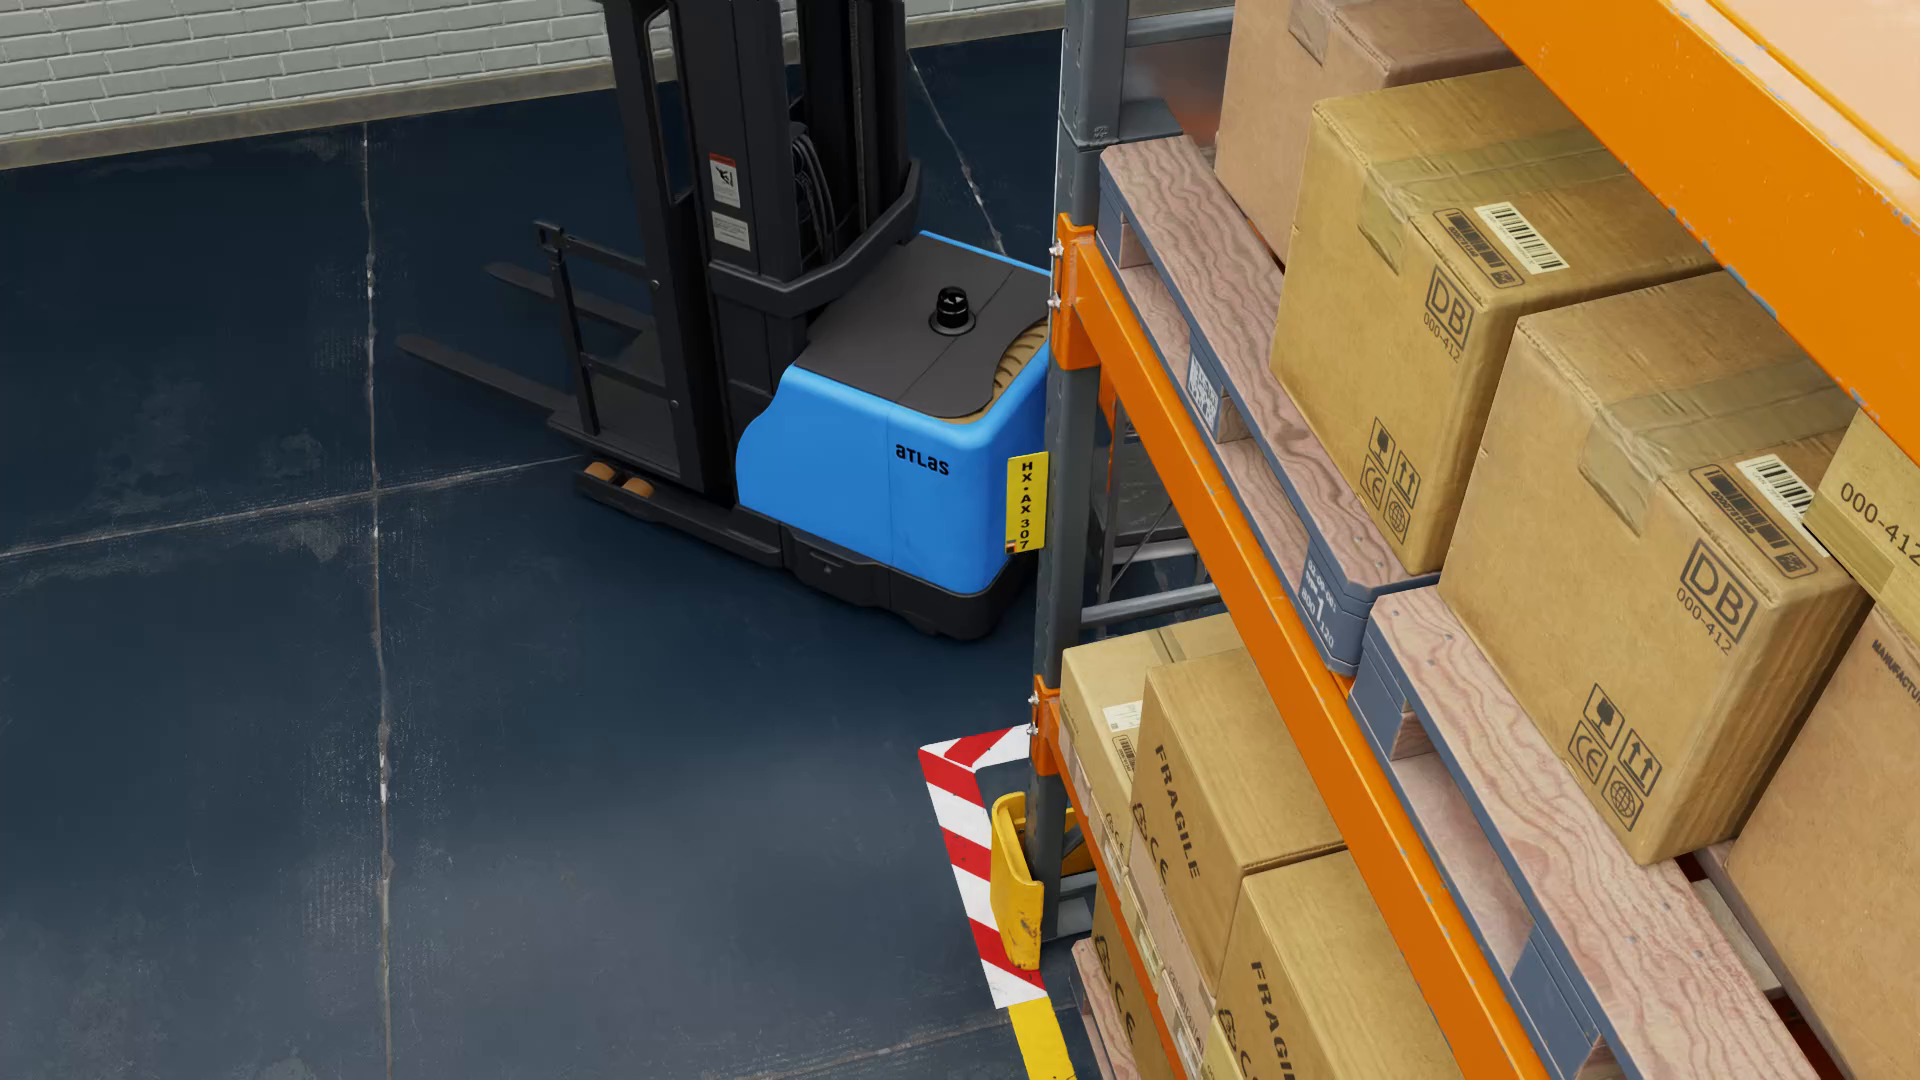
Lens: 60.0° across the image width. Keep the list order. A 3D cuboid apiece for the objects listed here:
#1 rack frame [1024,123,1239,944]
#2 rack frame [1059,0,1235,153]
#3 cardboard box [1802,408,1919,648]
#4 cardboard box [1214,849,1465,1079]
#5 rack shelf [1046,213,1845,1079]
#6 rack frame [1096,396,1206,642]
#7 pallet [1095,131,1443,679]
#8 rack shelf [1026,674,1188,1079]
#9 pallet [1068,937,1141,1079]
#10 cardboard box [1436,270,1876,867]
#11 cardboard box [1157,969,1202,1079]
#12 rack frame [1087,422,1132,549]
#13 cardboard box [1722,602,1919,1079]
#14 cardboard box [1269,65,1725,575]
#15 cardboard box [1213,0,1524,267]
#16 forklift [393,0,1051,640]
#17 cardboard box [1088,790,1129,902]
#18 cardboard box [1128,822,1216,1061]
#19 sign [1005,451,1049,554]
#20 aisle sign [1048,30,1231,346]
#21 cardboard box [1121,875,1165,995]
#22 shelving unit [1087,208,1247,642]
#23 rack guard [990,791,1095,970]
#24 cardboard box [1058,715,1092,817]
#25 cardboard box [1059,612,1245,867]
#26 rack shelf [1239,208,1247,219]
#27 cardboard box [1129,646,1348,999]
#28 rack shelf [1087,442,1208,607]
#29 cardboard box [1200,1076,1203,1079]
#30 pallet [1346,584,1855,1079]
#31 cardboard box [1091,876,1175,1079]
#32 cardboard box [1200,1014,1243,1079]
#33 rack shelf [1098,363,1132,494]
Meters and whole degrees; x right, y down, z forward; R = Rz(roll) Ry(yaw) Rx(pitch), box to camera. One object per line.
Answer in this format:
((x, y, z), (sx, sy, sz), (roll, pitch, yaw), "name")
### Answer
((0.701, 0.146, 4.507), (1.000, 3.000, 0.127), (-11, 47, -10), "rack frame")
((0.701, -1.954, 2.364), (1.000, 3.000, 0.127), (-11, 47, -10), "rack frame")
((1.208, 0.013, 1.578), (0.500, 0.250, 0.500), (-12, 47, -12), "cardboard box")
((0.829, 0.914, 3.126), (0.500, 0.500, 0.500), (-12, 47, -11), "cardboard box")
((1.213, 0.728, 2.340), (1.077, 0.370, 4.000), (-11, 47, -10), "rack shelf")
((0.718, -0.375, 5.648), (0.400, 2.100, 0.015), (-8, 46, -8), "rack frame")
((0.901, -0.363, 2.967), (1.003, 0.211, 1.213), (-11, 47, -10), "pallet")
((1.213, 1.778, 3.411), (1.077, 0.370, 4.000), (-11, 47, -10), "rack shelf")
((0.981, 1.659, 4.976), (1.003, 0.211, 1.213), (-11, 47, -10), "pallet")
((1.092, -0.013, 2.129), (0.700, 0.500, 0.500), (-14, 47, -13), "cardboard box")
((0.673, 1.072, 3.775), (0.380, 0.149, 0.250), (-11, 47, -11), "cardboard box")
((0.626, -0.718, 5.983), (0.400, 2.100, 0.015), (-8, 46, -8), "rack frame")
((1.336, 0.352, 1.770), (0.700, 0.500, 0.500), (-9, 46, -9), "cardboard box")
((0.913, -0.362, 2.470), (0.700, 0.500, 0.500), (-12, 47, -12), "cardboard box")
((0.886, -0.772, 2.872), (0.700, 0.500, 0.500), (-13, 47, -13), "cardboard box")
((-1.003, -1.424, 6.093), (3.031, 2.935, 1.130), (22, 49, 20), "forklift")
((0.540, 0.716, 4.124), (0.380, 0.149, 0.250), (-11, 47, -11), "cardboard box")
((0.702, 0.832, 3.731), (0.500, 0.250, 0.500), (-11, 47, -11), "cardboard box")
((0.163, -0.088, 4.074), (0.100, 0.325, 0.005), (-11, 47, -10), "sign")
((0.392, -0.759, 3.574), (0.394, 0.787, 0.004), (-11, 47, -10), "aisle sign")
((0.606, 0.893, 3.951), (0.380, 0.149, 0.250), (-12, 47, -11), "cardboard box")
((0.672, -0.547, 5.816), (0.431, 2.100, 0.503), (-8, 46, -8), "shelving unit")
((0.695, 1.004, 5.416), (1.175, 0.500, 0.348), (-11, 47, -10), "rack guard")
((0.473, 0.539, 4.297), (0.380, 0.149, 0.250), (-10, 46, -10), "cardboard box")
((0.563, 0.475, 4.081), (0.500, 0.250, 0.500), (-12, 47, -11), "cardboard box")
((0.672, -1.027, 5.325), (0.431, 0.518, 0.480), (-8, 46, -8), "rack shelf")
((0.691, 0.557, 3.475), (0.500, 0.500, 0.500), (-12, 47, -11), "cardboard box")
((0.672, -0.047, 6.325), (0.431, 0.518, 0.480), (-8, 46, -8), "rack shelf")
((0.737, 1.248, 3.603), (0.380, 0.149, 0.250), (-12, 47, -11), "cardboard box")
((1.217, 0.481, 2.140), (1.003, 0.211, 1.213), (-11, 47, -10), "pallet")
((0.942, 1.170, 4.697), (0.875, 0.875, 0.875), (-11, 47, -10), "cardboard box")
((0.827, 1.180, 3.390), (0.500, 0.250, 0.500), (-12, 47, -12), "cardboard box")
((0.672, -0.537, 5.825), (0.431, 0.518, 0.480), (-8, 46, -8), "rack shelf")
